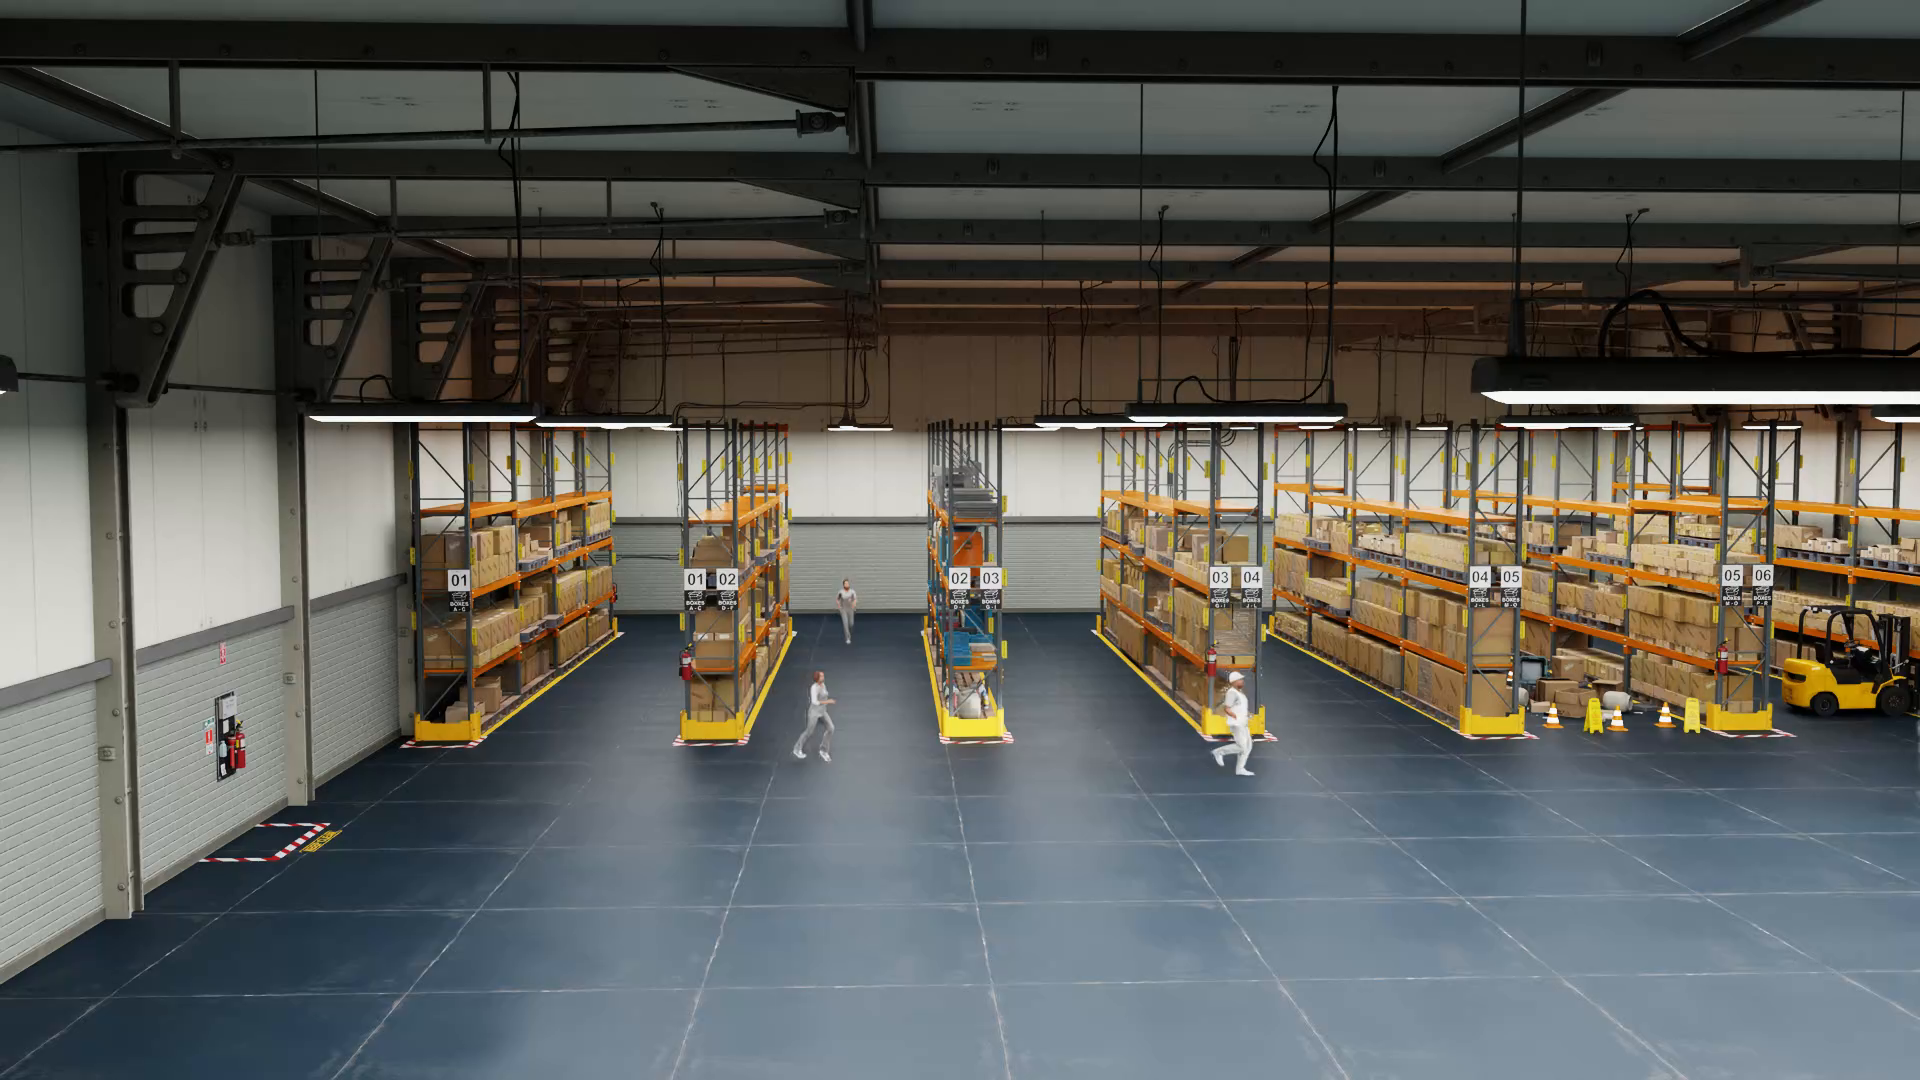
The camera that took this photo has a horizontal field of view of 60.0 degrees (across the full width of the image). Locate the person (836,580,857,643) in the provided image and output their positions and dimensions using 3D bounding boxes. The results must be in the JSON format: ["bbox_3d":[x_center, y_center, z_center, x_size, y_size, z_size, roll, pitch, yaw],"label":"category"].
[{"bbox_3d":[-2.947,1.971,43.217,0.556,1.389,0.570,-1,4,-8],"label":"person"}]

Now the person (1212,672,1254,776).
[{"bbox_3d":[4.595,3.072,27.867,0.689,1.743,0.683,1,4,21],"label":"person"}]

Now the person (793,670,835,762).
[{"bbox_3d":[-2.499,3.066,29.018,0.825,1.619,0.546,2,4,29],"label":"person"}]
